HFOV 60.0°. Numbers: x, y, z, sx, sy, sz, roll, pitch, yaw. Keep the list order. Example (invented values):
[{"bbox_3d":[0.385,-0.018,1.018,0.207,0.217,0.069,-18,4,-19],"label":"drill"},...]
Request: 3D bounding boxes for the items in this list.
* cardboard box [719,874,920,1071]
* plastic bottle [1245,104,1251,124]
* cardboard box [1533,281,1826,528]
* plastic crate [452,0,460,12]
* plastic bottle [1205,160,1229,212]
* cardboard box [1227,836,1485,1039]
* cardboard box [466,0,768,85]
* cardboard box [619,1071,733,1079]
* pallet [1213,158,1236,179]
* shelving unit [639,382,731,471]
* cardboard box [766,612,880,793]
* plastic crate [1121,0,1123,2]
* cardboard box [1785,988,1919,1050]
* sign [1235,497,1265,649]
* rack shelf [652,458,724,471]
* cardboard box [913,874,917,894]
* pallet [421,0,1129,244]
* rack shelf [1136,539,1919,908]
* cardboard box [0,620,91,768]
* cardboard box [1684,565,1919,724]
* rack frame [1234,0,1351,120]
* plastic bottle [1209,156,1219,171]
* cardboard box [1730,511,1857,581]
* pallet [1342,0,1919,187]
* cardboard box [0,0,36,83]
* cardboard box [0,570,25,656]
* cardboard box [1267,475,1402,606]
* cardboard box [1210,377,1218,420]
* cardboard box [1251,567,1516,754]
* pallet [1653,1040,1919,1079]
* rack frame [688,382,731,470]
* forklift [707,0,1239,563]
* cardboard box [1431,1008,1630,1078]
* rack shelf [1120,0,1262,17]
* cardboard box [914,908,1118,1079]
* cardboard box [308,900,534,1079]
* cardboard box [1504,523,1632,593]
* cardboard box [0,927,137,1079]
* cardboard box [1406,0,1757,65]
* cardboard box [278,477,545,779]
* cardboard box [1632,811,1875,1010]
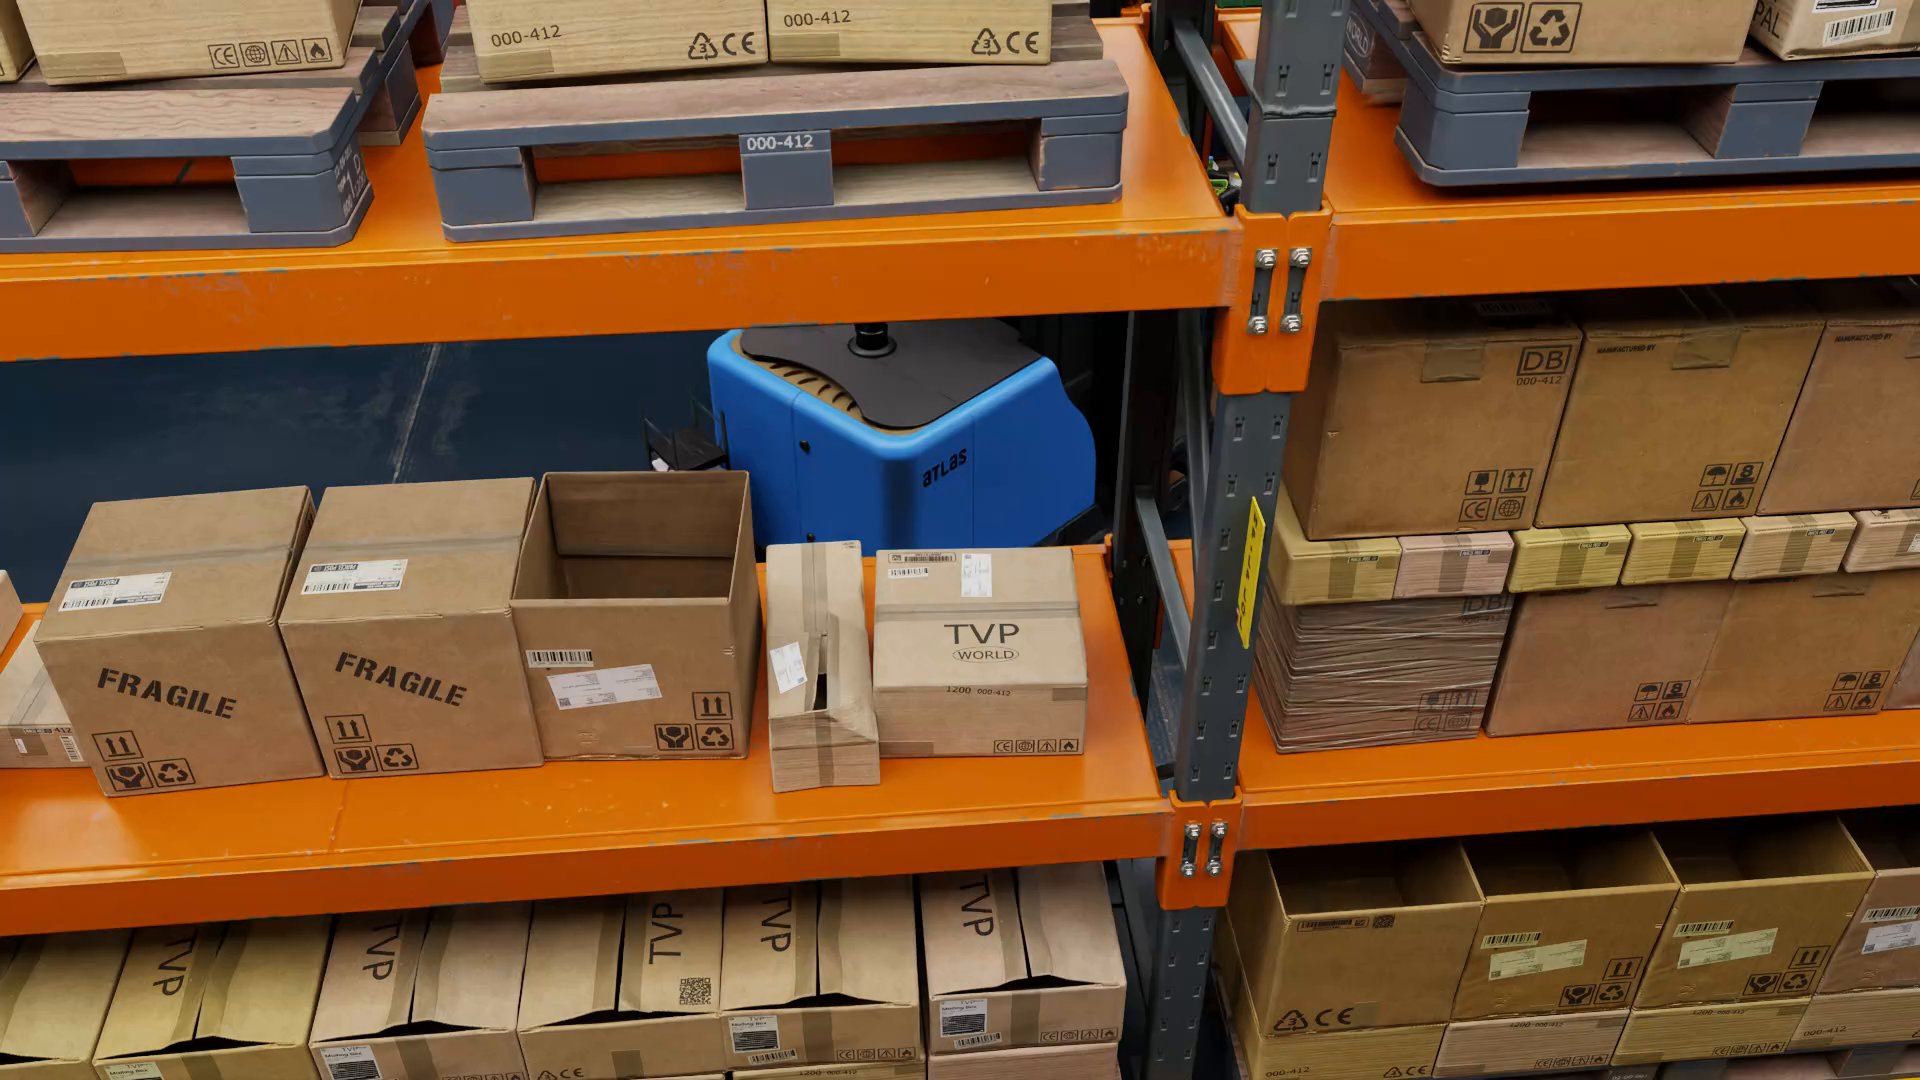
[{"bbox_3d":[-0.367,1.083,4.384,0.500,0.311,0.500,-2,38,-3],"label":"cardboard box"},{"bbox_3d":[1.602,-2.278,9.062,0.097,0.271,0.097,0,38,0],"label":"plastic bottle"},{"bbox_3d":[1.474,-0.448,3.768,0.500,0.500,0.700,-3,38,-4],"label":"cardboard box"},{"bbox_3d":[-2.254,-2.605,7.578,0.583,0.464,0.402,-3,38,-4],"label":"plastic crate"},{"bbox_3d":[1.291,-1.787,8.431,0.133,0.283,0.061,-2,38,-2],"label":"plastic bottle"},{"bbox_3d":[1.019,0.945,4.406,0.500,0.500,0.500,-3,38,-4],"label":"cardboard box"},{"bbox_3d":[-0.632,-1.067,3.041,0.500,0.250,0.500,-7,39,-8],"label":"cardboard box"},{"bbox_3d":[-0.872,1.328,4.525,0.500,0.250,0.500,-2,38,-3],"label":"cardboard box"},{"bbox_3d":[1.985,-1.884,8.968,1.213,0.211,1.003,-3,38,-4],"label":"pallet"},{"bbox_3d":[-0.984,-0.122,6.176,0.210,0.900,0.258,-26,45,-28],"label":"shelving unit"},{"bbox_3d":[-0.330,0.372,3.966,0.258,0.266,0.396,-4,38,-5],"label":"cardboard box"},{"bbox_3d":[0.627,-2.825,7.959,0.504,0.338,0.767,-3,38,-4],"label":"plastic crate"},{"bbox_3d":[2.512,1.154,4.747,0.500,0.250,0.500,-3,38,-4],"label":"cardboard box"},{"bbox_3d":[0.587,0.068,3.371,0.005,0.325,0.100,-3,38,-4],"label":"sign"},{"bbox_3d":[-0.985,-0.237,6.084,0.200,0.077,0.258,-26,45,-28],"label":"rack shelf"},{"bbox_3d":[0.095,0.721,4.843,0.500,0.311,0.500,-3,38,-4],"label":"cardboard box"},{"bbox_3d":[-0.348,-0.889,3.188,1.217,0.209,0.805,-5,39,-6],"label":"pallet"},{"bbox_3d":[2.521,0.330,4.491,4.000,0.370,1.077,-3,38,-4],"label":"rack shelf"},{"bbox_3d":[-2.190,0.371,4.061,0.250,0.149,0.380,0,38,-1],"label":"cardboard box"},{"bbox_3d":[1.995,0.032,4.207,0.500,0.500,0.700,-3,38,-3],"label":"cardboard box"},{"bbox_3d":[0.529,-2.198,2.271,0.127,3.000,1.000,-3,38,-4],"label":"rack frame"},{"bbox_3d":[1.266,-1.830,8.496,0.097,0.271,0.097,0,38,0],"label":"plastic bottle"},{"bbox_3d":[1.831,-0.089,3.836,0.250,0.149,0.380,-4,38,-5],"label":"cardboard box"},{"bbox_3d":[1.376,-1.048,3.307,1.213,0.211,1.003,-3,38,-4],"label":"pallet"},{"bbox_3d":[-1.917,-1.031,2.995,0.500,0.250,0.500,-4,38,-5],"label":"cardboard box"},{"bbox_3d":[-2.584,0.256,4.207,0.250,0.149,0.380,-3,38,-4],"label":"cardboard box"},{"bbox_3d":[0.814,-0.032,3.764,0.250,0.149,0.380,-3,38,-4],"label":"cardboard box"},{"bbox_3d":[0.781,-0.284,4.084,0.250,0.149,0.380,-3,38,-4],"label":"cardboard box"},{"bbox_3d":[0.971,0.090,4.134,0.500,0.500,0.700,-4,38,-5],"label":"cardboard box"},{"bbox_3d":[2.543,1.165,5.103,1.213,0.211,1.003,-3,38,-4],"label":"pallet"},{"bbox_3d":[-0.903,-0.162,6.223,0.006,0.900,0.240,-26,45,-28],"label":"rack frame"},{"bbox_3d":[0.455,-1.469,6.246,1.130,2.935,3.031,30,47,32],"label":"forklift"},{"bbox_3d":[1.516,1.209,4.677,0.500,0.250,0.500,-3,38,-4],"label":"cardboard box"},{"bbox_3d":[2.086,-2.726,8.365,4.000,0.370,1.077,-3,38,-4],"label":"rack shelf"},{"bbox_3d":[0.142,1.273,4.595,0.500,0.250,0.500,-3,38,-4],"label":"cardboard box"},{"bbox_3d":[-1.365,1.134,4.319,0.500,0.311,0.500,-4,38,-5],"label":"cardboard box"},{"bbox_3d":[1.321,-0.061,3.801,0.250,0.149,0.380,-4,38,-5],"label":"cardboard box"},{"bbox_3d":[-2.385,1.190,4.249,0.500,0.311,0.500,-4,38,-5],"label":"cardboard box"},{"bbox_3d":[1.054,-1.144,2.824,0.500,0.500,0.500,0,38,0],"label":"cardboard box"},{"bbox_3d":[-1.261,0.206,3.986,0.500,0.500,0.500,-3,38,-4],"label":"cardboard box"},{"bbox_3d":[2.015,0.890,4.475,0.500,0.500,0.500,-3,38,-4],"label":"cardboard box"}]
